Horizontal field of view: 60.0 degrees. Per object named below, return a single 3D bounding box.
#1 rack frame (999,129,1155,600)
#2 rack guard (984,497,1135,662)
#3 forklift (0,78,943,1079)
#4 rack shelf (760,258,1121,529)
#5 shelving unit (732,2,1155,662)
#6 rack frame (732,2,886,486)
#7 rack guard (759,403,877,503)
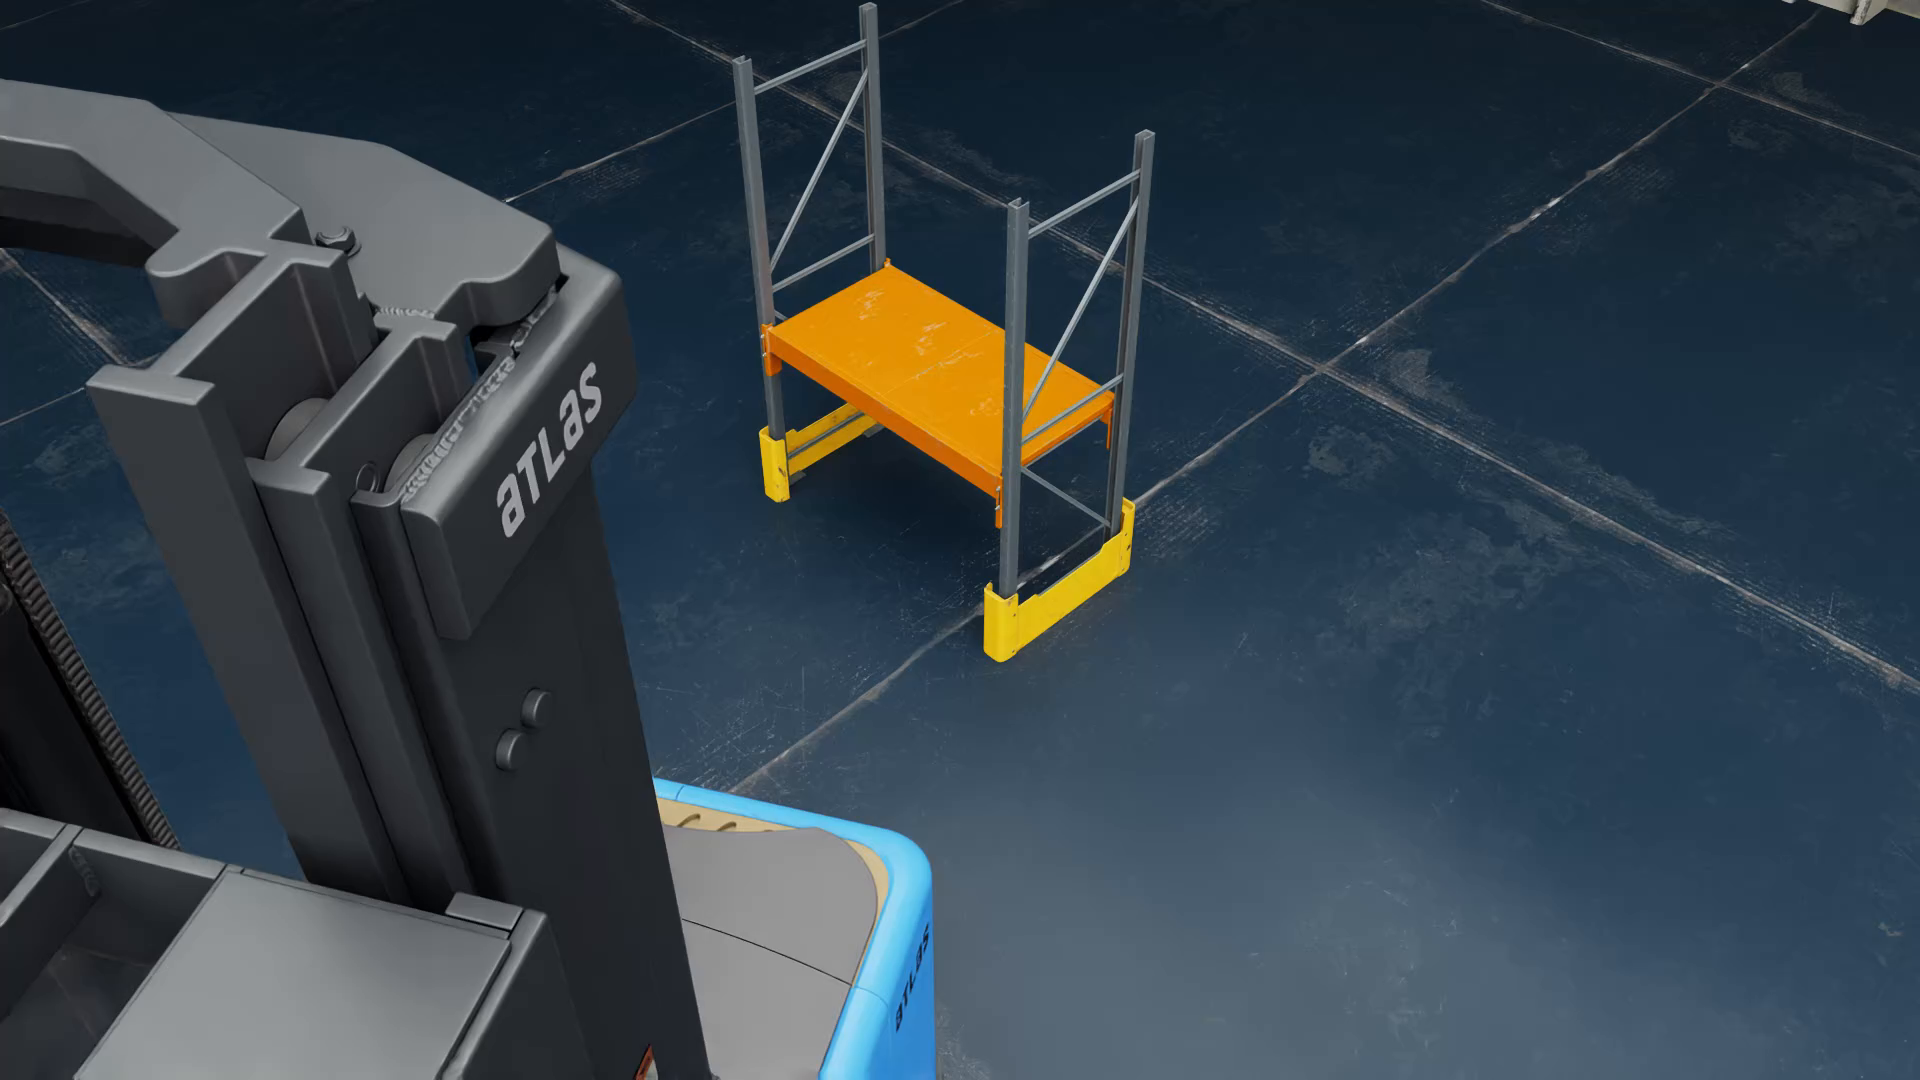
[{"bbox_3d":[0.299,-0.348,4.521,0.500,1.500,0.032,-34,53,-31],"label":"rack frame"},{"bbox_3d":[0.298,0.111,4.946,0.587,0.250,0.087,-34,53,-31],"label":"rack guard"},{"bbox_3d":[-0.918,1.143,1.853,1.130,2.935,3.031,11,44,11],"label":"forklift"},{"bbox_3d":[-0.060,-0.460,4.907,0.538,0.185,1.000,-34,53,-31],"label":"rack shelf"},{"bbox_3d":[-0.054,-0.587,4.781,0.587,1.500,1.083,-34,53,-31],"label":"shelving unit"},{"bbox_3d":[-0.419,-0.836,5.050,0.500,1.500,0.032,-34,53,-31],"label":"rack frame"},{"bbox_3d":[-0.406,-0.368,5.464,0.587,0.250,0.087,-34,53,-31],"label":"rack guard"}]
